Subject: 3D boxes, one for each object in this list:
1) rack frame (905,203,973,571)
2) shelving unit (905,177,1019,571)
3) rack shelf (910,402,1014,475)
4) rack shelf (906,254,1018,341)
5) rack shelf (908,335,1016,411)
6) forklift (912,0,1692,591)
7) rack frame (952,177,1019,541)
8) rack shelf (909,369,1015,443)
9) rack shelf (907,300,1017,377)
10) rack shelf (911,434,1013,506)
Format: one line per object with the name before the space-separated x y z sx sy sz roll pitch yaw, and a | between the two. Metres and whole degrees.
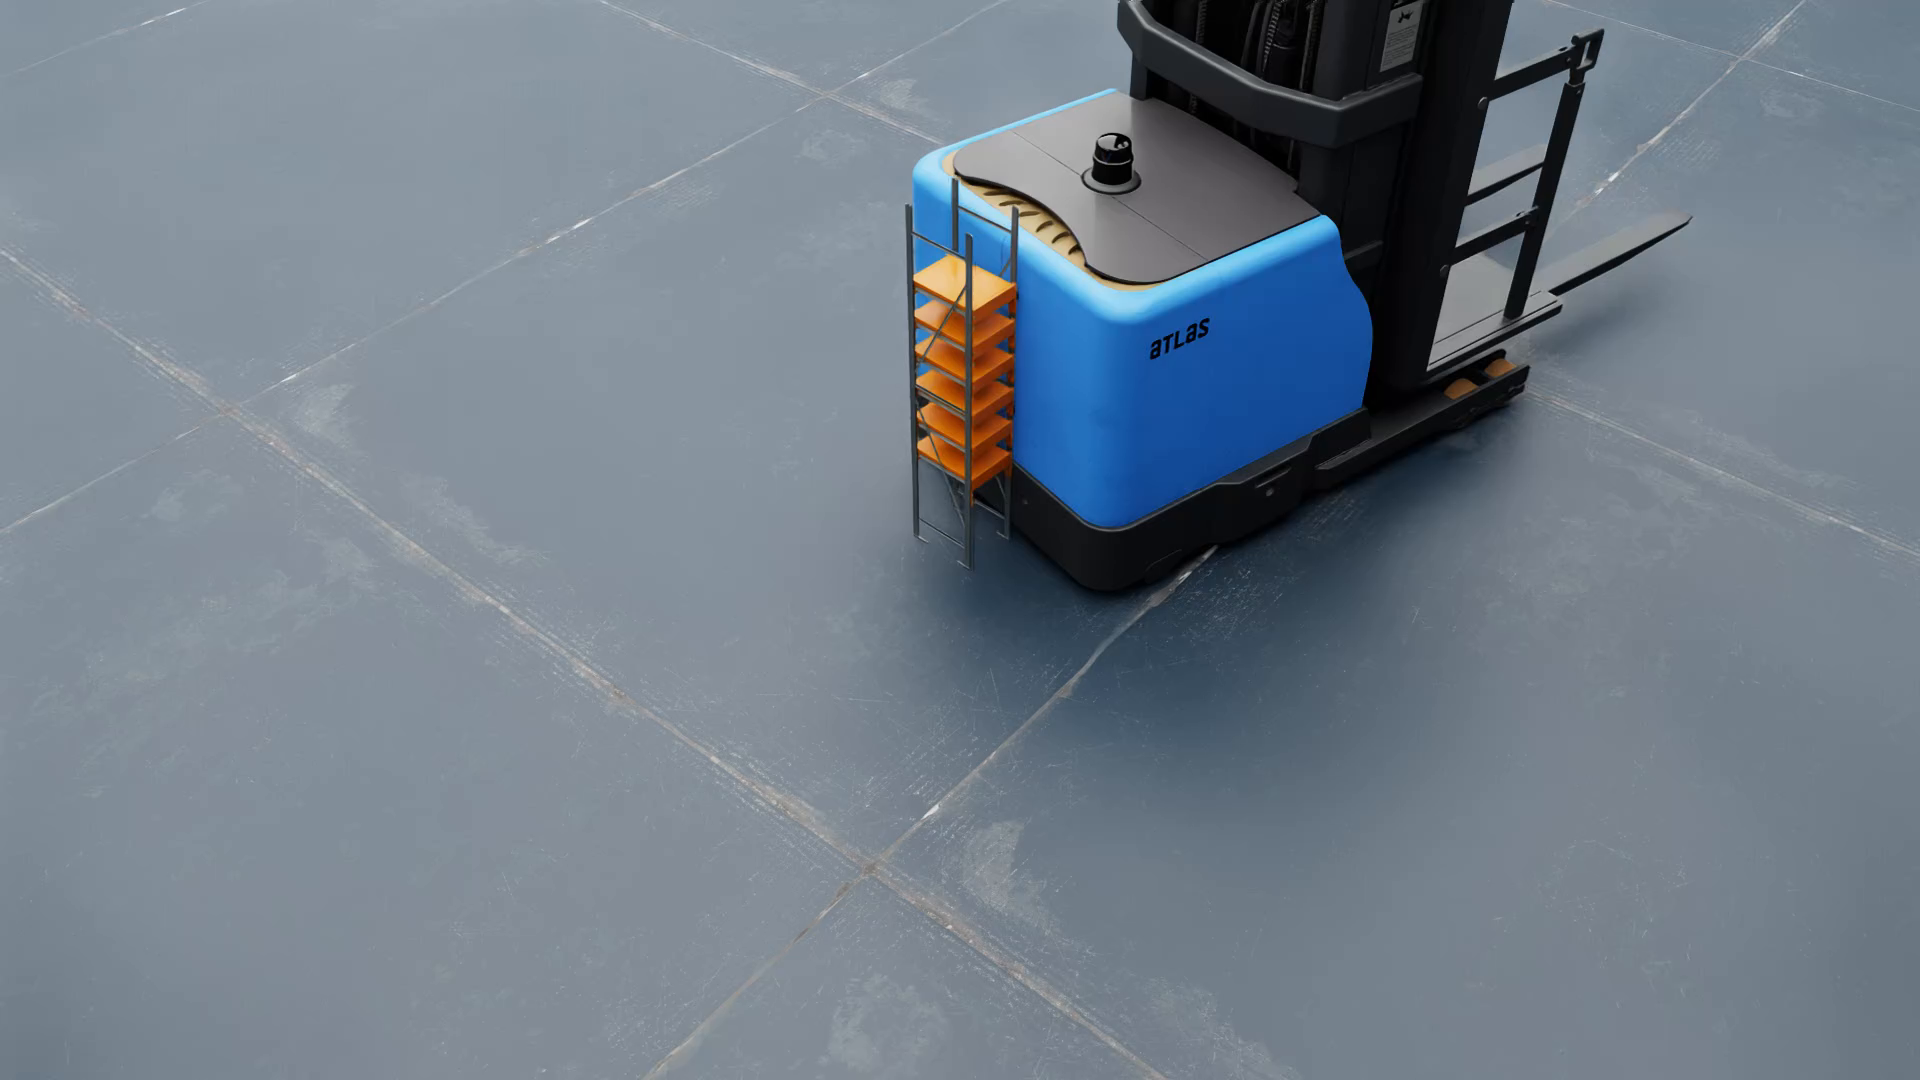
rack frame | -0.057 -0.405 4.804 0.240 1.200 0.006 32 51 30
shelving unit | 0.005 -0.450 4.853 0.258 1.200 0.189 32 51 30
rack shelf | 0.005 -0.329 4.964 0.258 0.103 0.180 32 51 30
rack shelf | 0.005 -0.684 4.641 0.258 0.103 0.180 32 51 30
rack shelf | 0.005 -0.506 4.802 0.258 0.103 0.180 32 51 30
forklift | 1.338 -1.731 4.975 3.031 2.935 1.130 -26 48 -26
rack frame | 0.067 -0.496 4.903 0.240 1.200 0.006 32 51 30
rack shelf | 0.005 -0.417 4.883 0.258 0.103 0.180 32 51 30
rack shelf | 0.005 -0.595 4.722 0.258 0.103 0.180 32 51 30
rack shelf | 0.005 -0.240 5.045 0.258 0.103 0.180 32 51 30
